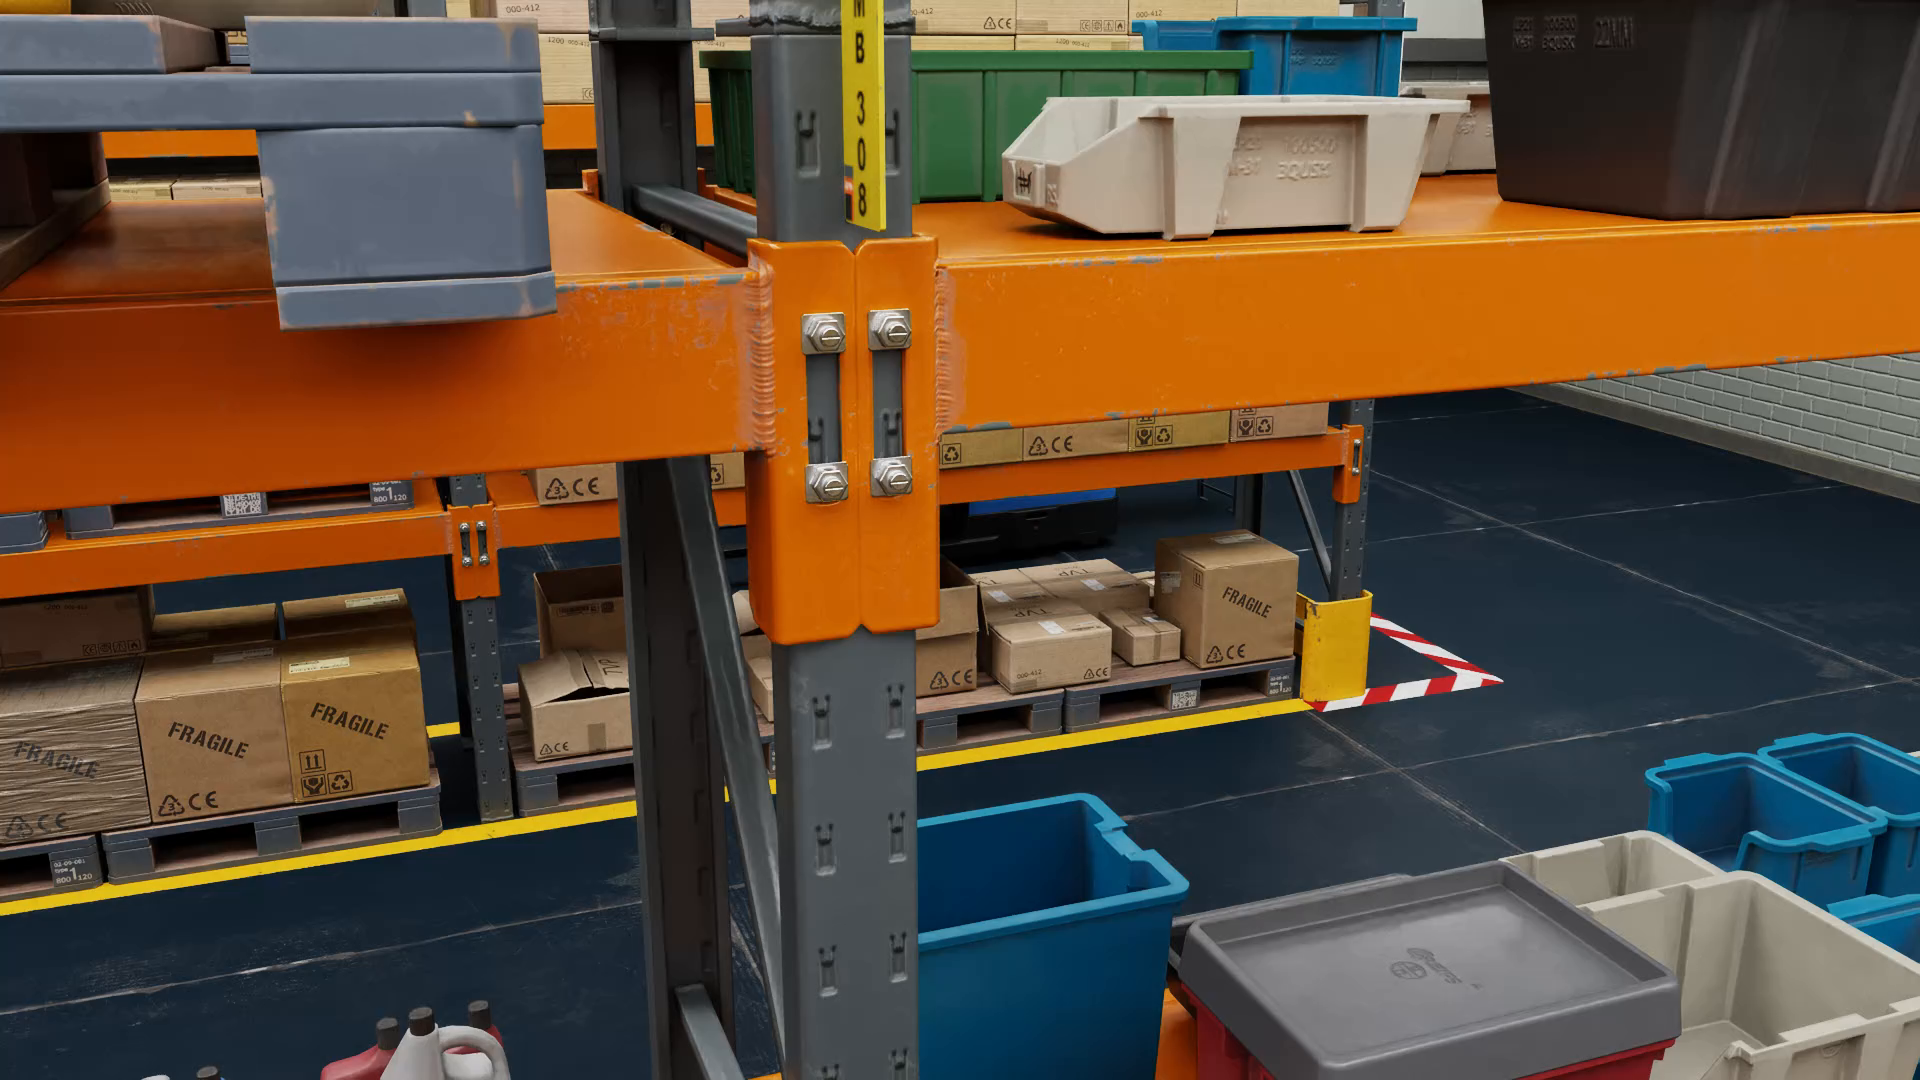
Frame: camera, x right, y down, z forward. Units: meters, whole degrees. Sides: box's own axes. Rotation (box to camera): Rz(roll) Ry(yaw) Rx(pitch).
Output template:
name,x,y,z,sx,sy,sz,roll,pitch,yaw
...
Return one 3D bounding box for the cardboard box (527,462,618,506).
name,x,y,z,sx,sy,sz,roll,pitch,yaw
cardboard box,-1.472,-0.459,6.660,0.500,0.500,0.500,-6,17,-19

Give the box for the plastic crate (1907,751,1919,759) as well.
name,x,y,z,sx,sy,sz,roll,pitch,yaw
plastic crate,2.147,0.584,3.647,0.298,0.136,0.250,-6,17,-20

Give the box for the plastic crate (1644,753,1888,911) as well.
name,x,y,z,sx,sy,sz,roll,pitch,yaw
plastic crate,1.600,0.622,3.347,0.300,0.233,0.416,-6,17,-20

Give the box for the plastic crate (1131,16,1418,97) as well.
name,x,y,z,sx,sy,sz,roll,pitch,yaw
plastic crate,0.459,-0.662,2.503,0.300,0.233,0.416,-6,17,-20

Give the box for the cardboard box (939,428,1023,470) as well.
name,x,y,z,sx,sy,sz,roll,pitch,yaw
cardboard box,-0.053,-0.613,7.184,0.500,0.500,0.500,-6,18,-21

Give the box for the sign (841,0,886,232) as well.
name,x,y,z,sx,sy,sz,roll,pitch,yaw
sign,-0.082,-0.426,1.387,0.005,0.325,0.100,-6,17,-20

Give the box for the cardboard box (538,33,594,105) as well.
name,x,y,z,sx,sy,sz,roll,pitch,yaw
cardboard box,-1.503,-1.782,6.287,0.500,0.250,0.500,-6,17,-20

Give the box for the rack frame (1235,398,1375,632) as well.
name,x,y,z,sx,sy,sz,roll,pitch,yaw
rack frame,1.689,-0.835,8.117,0.127,3.000,1.000,-6,17,-20

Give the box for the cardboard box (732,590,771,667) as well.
name,x,y,z,sx,sy,sz,roll,pitch,yaw
cardboard box,-0.915,0.440,7.767,0.500,0.311,0.500,-6,17,-20

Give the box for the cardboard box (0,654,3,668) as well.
name,x,y,z,sx,sy,sz,roll,pitch,yaw
cardboard box,-3.987,0.333,6.464,0.500,0.250,0.500,-7,18,-21

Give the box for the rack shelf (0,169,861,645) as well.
name,x,y,z,sx,sy,sz,roll,pitch,yaw
rack shelf,-2.144,-0.020,1.296,4.000,0.370,1.077,-6,17,-20

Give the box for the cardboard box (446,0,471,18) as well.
name,x,y,z,sx,sy,sz,roll,pitch,yaw
cardboard box,-3.082,-3.351,10.706,0.500,0.250,0.500,-6,17,-20

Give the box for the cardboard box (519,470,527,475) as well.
name,x,y,z,sx,sy,sz,roll,pitch,yaw
cardboard box,-1.671,-0.597,7.131,0.500,0.500,0.500,-6,17,-19

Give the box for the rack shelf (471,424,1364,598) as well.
name,x,y,z,sx,sy,sz,roll,pitch,yaw
rack shelf,-0.178,-0.288,7.531,4.000,0.370,1.077,-6,17,-20

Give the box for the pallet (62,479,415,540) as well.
name,x,y,z,sx,sy,sz,roll,pitch,yaw
pallet,-2.831,-0.287,6.594,1.213,0.211,1.003,-6,17,-20

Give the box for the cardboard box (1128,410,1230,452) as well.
name,x,y,z,sx,sy,sz,roll,pitch,yaw
cardboard box,0.885,-0.713,7.524,0.500,0.500,0.500,-6,17,-20

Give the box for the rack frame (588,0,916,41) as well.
name,x,y,z,sx,sy,sz,roll,pitch,yaw
rack frame,-0.277,-2.006,1.459,0.127,3.000,1.000,-6,17,-20

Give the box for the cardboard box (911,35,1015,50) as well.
name,x,y,z,sx,sy,sz,roll,pitch,yaw
cardboard box,-0.102,-1.933,6.800,0.500,0.250,0.500,-6,17,-20

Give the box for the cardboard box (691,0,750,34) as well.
name,x,y,z,sx,sy,sz,roll,pitch,yaw
cardboard box,-1.037,-2.073,6.389,0.500,0.250,0.500,-6,17,-20

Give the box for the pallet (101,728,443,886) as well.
name,x,y,z,sx,sy,sz,roll,pitch,yaw
pallet,-2.792,0.999,6.823,1.213,0.211,1.003,-6,17,-20

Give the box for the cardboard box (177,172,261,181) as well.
name,x,y,z,sx,sy,sz,roll,pitch,yaw
cardboard box,-4.831,-2.262,10.906,0.500,0.250,0.500,-6,17,-19

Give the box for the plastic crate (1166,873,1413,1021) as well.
name,x,y,z,sx,sy,sz,roll,pitch,yaw
plastic crate,0.672,0.792,2.959,0.590,0.125,0.437,-6,17,-20

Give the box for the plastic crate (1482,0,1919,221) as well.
name,x,y,z,sx,sy,sz,roll,pitch,yaw
plastic crate,0.981,-0.557,2.081,0.590,0.269,0.497,-6,17,-20

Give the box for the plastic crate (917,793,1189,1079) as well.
name,x,y,z,sx,sy,sz,roll,pitch,yaw
plastic crate,0.037,0.714,2.764,0.575,0.384,0.392,-6,17,-20

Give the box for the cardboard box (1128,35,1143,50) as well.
name,x,y,z,sx,sy,sz,roll,pitch,yaw
cardboard box,0.833,-2.033,7.141,0.500,0.250,0.500,-6,17,-20

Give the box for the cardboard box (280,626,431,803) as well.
name,x,y,z,sx,sy,sz,roll,pitch,yaw
cardboard box,-2.404,0.682,6.607,0.500,0.500,0.500,-6,17,-20

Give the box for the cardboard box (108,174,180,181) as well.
name,x,y,z,sx,sy,sz,roll,pitch,yaw
cardboard box,-5.297,-2.210,10.729,0.500,0.250,0.500,-7,18,-22

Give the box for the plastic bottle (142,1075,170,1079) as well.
name,x,y,z,sx,sy,sz,roll,pitch,yaw
plastic bottle,-1.187,0.915,2.378,0.135,0.276,0.152,-6,17,-20

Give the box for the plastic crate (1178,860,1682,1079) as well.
name,x,y,z,sx,sy,sz,roll,pitch,yaw
plastic crate,0.647,0.789,2.368,0.583,0.464,0.402,-6,17,-20

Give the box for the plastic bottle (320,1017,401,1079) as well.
name,x,y,z,sx,sy,sz,roll,pitch,yaw
plastic bottle,-0.897,0.867,2.531,0.133,0.283,0.061,-6,17,-20

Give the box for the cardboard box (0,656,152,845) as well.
name,x,y,z,sx,sy,sz,roll,pitch,yaw
cardboard box,-3.337,0.780,6.273,0.500,0.500,0.500,-6,17,-19

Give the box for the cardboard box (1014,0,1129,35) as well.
name,x,y,z,sx,sy,sz,roll,pitch,yaw
cardboard box,0.366,-2.223,6.900,0.500,0.250,0.500,-6,17,-20

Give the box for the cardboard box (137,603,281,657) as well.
name,x,y,z,sx,sy,sz,roll,pitch,yaw
cardboard box,-3.079,0.598,6.893,0.500,0.500,0.500,-6,17,-19

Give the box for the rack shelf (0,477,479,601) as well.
name,x,y,z,sx,sy,sz,roll,pitch,yaw
rack shelf,-3.913,0.116,6.158,4.000,0.370,1.077,-6,17,-20

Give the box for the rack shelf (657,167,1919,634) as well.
name,x,y,z,sx,sy,sz,roll,pitch,yaw
rack shelf,1.591,-0.423,2.669,4.000,0.370,1.077,-6,17,-20

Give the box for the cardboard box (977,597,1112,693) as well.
name,x,y,z,sx,sy,sz,roll,pitch,yaw
cardboard box,0.372,0.481,7.735,0.500,0.250,0.500,-6,17,-20

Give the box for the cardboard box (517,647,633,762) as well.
name,x,y,z,sx,sy,sz,roll,pitch,yaw
cardboard box,-1.576,0.662,7.010,0.500,0.311,0.500,-6,17,-20

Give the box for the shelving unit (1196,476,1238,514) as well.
name,x,y,z,sx,sy,sz,roll,pitch,yaw
shelving unit,1.307,-0.897,10.991,1.048,1.500,0.538,-7,18,-24

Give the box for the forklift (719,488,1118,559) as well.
name,x,y,z,sx,sy,sz,roll,pitch,yaw
forklift,-0.569,-1.333,9.937,3.031,2.935,1.130,-7,18,-23

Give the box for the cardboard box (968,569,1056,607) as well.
name,x,y,z,sx,sy,sz,roll,pitch,yaw
cardboard box,0.146,0.355,8.166,0.500,0.250,0.500,-6,17,-20

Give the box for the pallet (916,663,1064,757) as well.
name,x,y,z,sx,sy,sz,roll,pitch,yaw
pallet,-0.263,0.714,7.794,1.213,0.211,1.003,-6,17,-20

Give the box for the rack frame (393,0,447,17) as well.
name,x,y,z,sx,sy,sz,roll,pitch,yaw
rack frame,-2.046,-3.310,5.898,0.127,3.000,1.000,-6,17,-20

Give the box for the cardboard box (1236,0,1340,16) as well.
name,x,y,z,sx,sy,sz,roll,pitch,yaw
cardboard box,1.301,-2.323,7.240,0.500,0.250,0.500,-6,17,-20

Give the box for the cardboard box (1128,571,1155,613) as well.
name,x,y,z,sx,sy,sz,roll,pitch,yaw
cardboard box,0.942,0.291,8.532,0.250,0.166,0.380,-6,17,-20

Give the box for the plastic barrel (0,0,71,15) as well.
name,x,y,z,sx,sy,sz,roll,pitch,yaw
plastic barrel,-1.057,-0.713,1.300,0.600,0.588,0.600,0,16,0

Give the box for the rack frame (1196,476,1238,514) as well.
name,x,y,z,sx,sy,sz,roll,pitch,yaw
rack frame,1.769,-0.957,11.194,0.032,1.500,0.500,-7,18,-24

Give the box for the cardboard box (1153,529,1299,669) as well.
name,x,y,z,sx,sy,sz,roll,pitch,yaw
cardboard box,1.270,0.273,7.999,0.500,0.500,0.500,-6,17,-20

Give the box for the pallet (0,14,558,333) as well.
name,x,y,z,sx,sy,sz,roll,pitch,yaw
pallet,-0.974,-0.372,1.551,1.003,0.211,1.213,-6,17,-20
